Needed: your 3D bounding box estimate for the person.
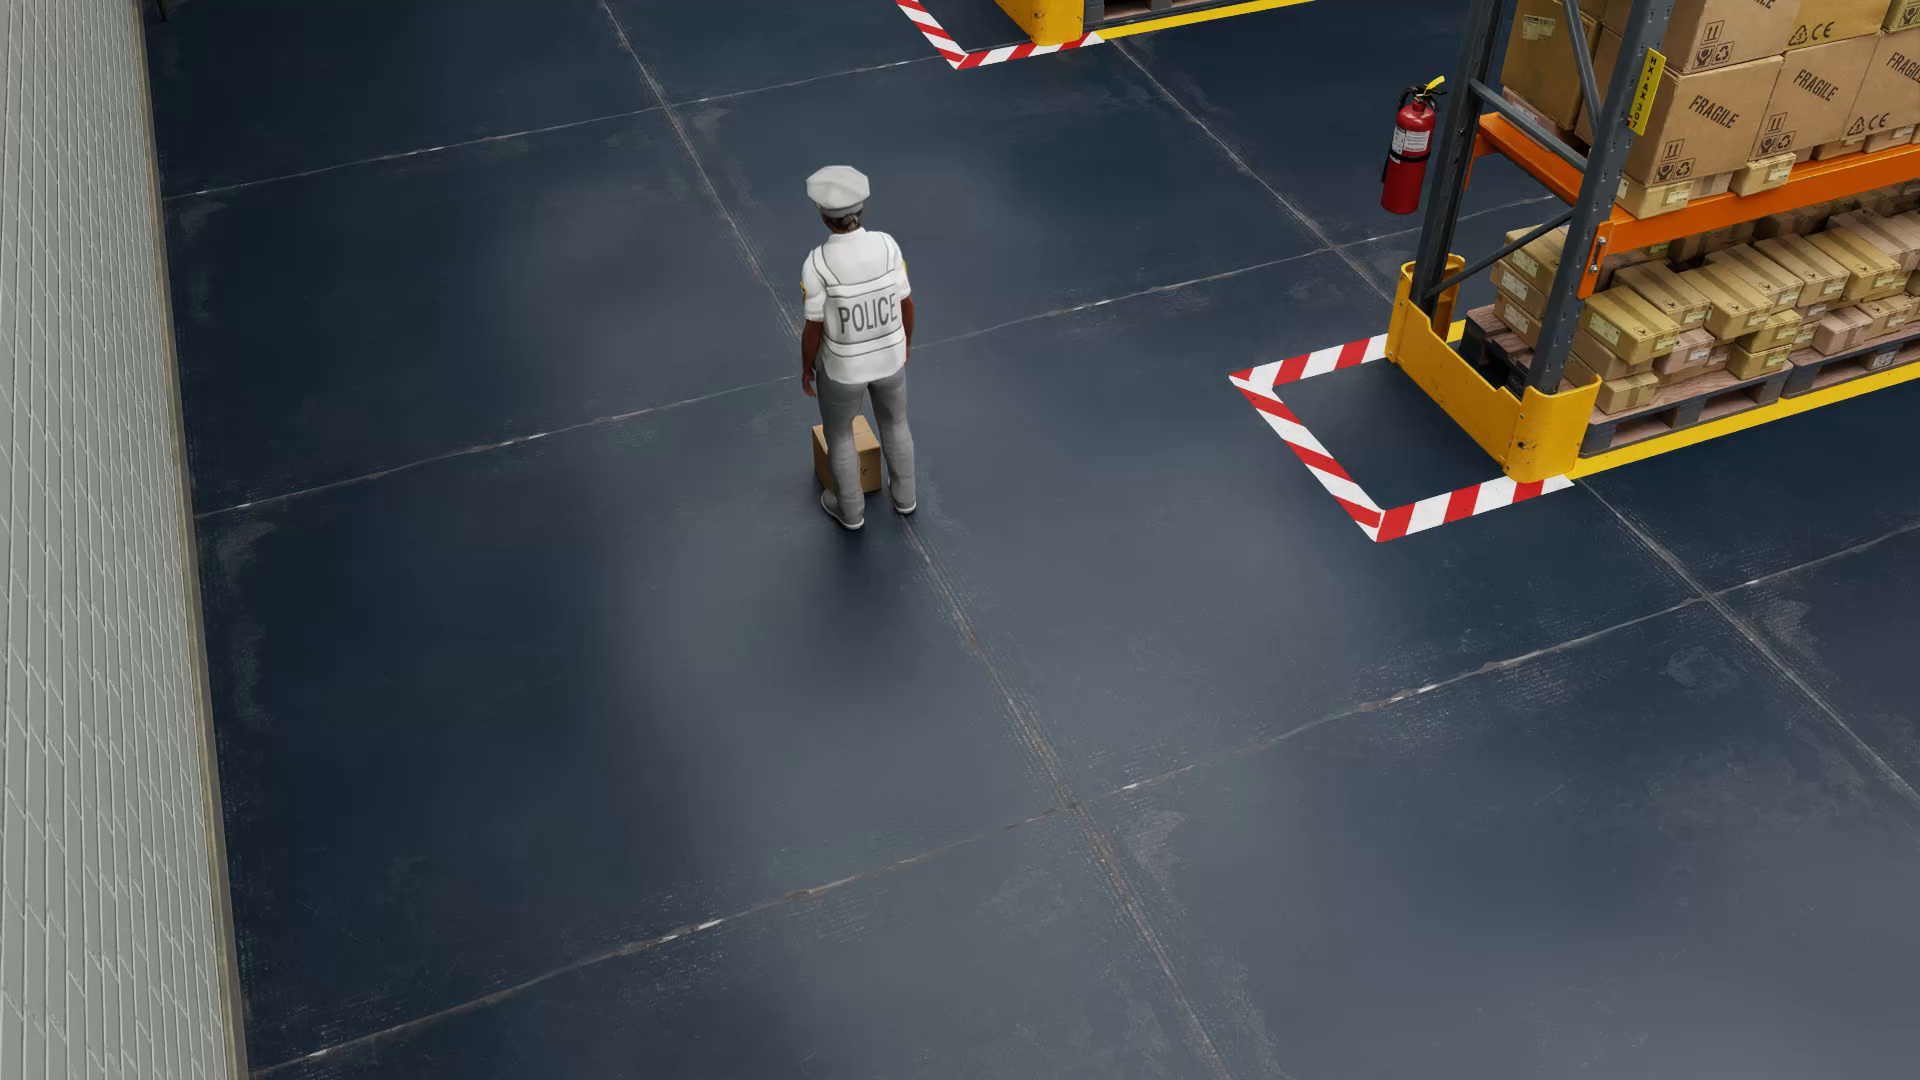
[{"bbox_3d":[-0.420,-0.761,7.006,0.520,1.659,0.399,-16,45,-17],"label":"person"}]
